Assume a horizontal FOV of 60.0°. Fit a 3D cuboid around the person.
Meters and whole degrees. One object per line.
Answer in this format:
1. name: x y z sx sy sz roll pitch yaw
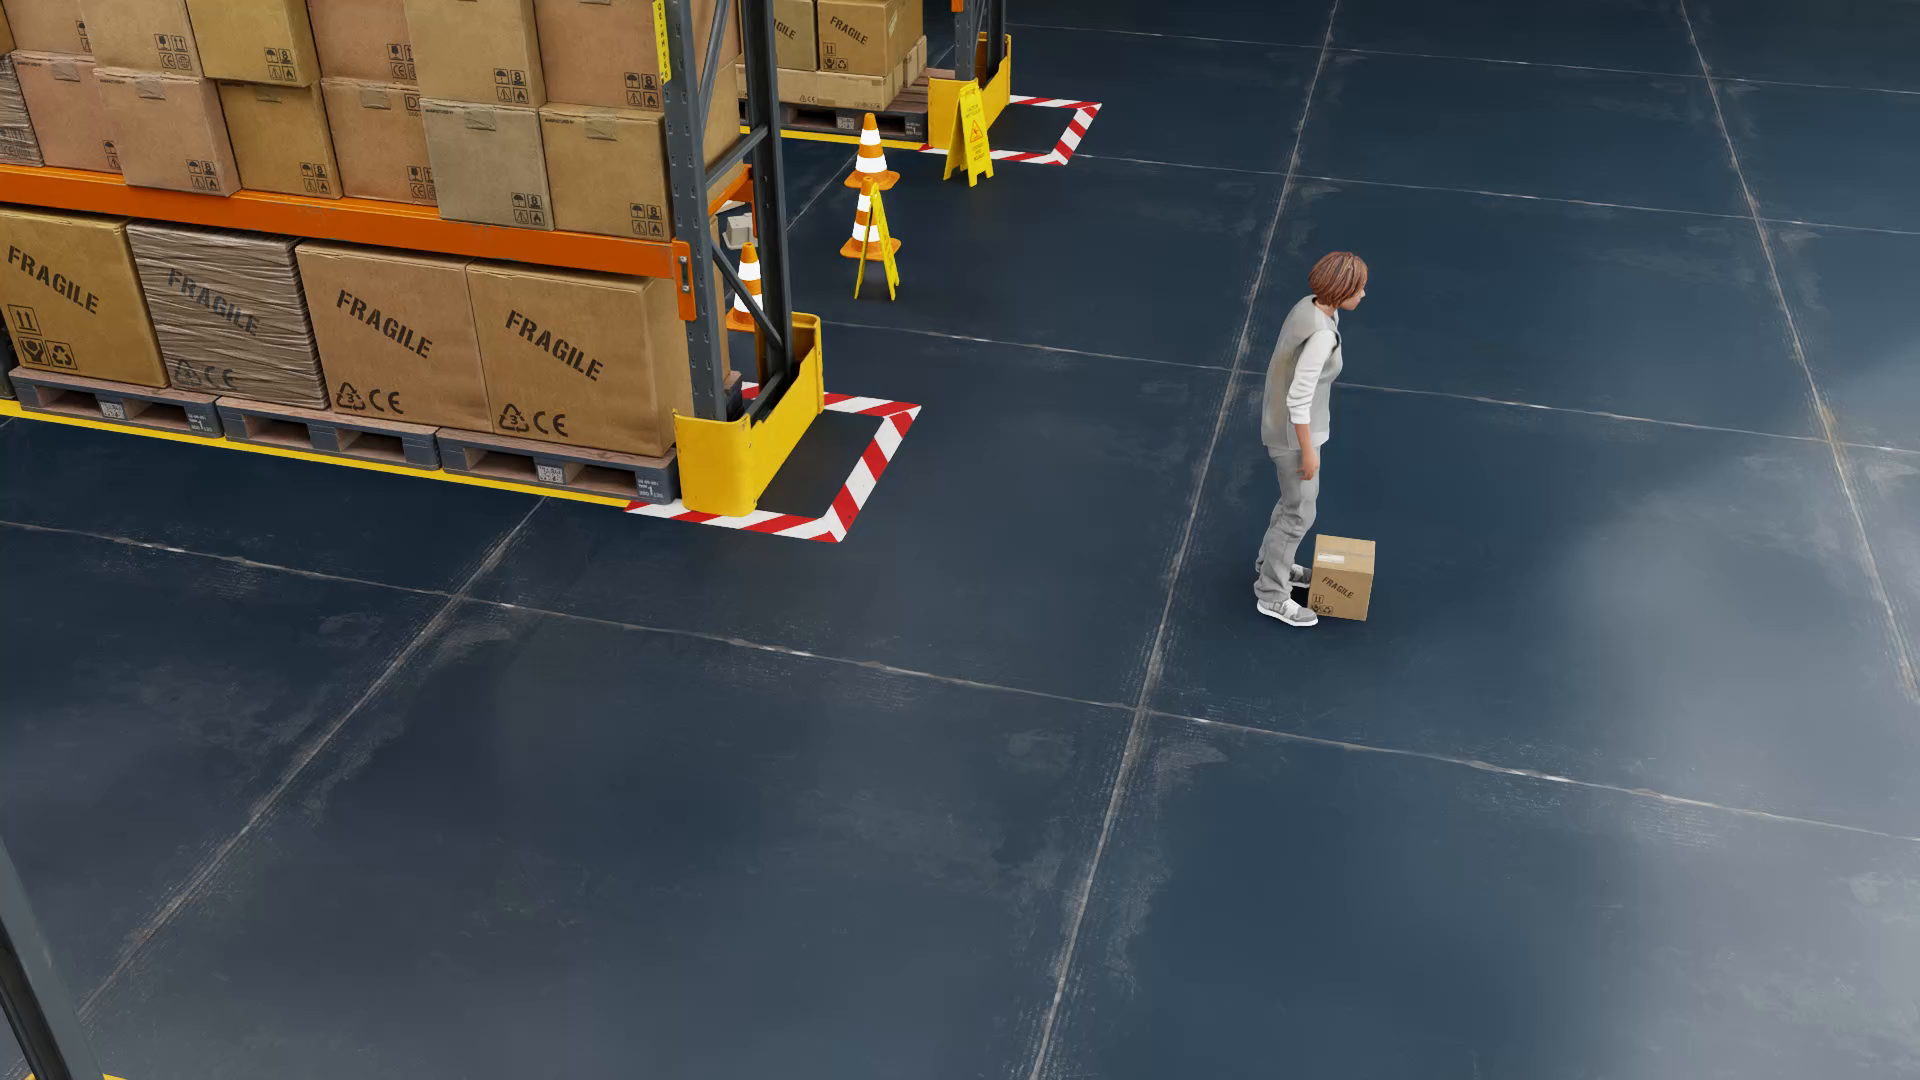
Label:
1. person: 1.401 -0.429 6.805 0.345 1.591 0.478 6 34 9
